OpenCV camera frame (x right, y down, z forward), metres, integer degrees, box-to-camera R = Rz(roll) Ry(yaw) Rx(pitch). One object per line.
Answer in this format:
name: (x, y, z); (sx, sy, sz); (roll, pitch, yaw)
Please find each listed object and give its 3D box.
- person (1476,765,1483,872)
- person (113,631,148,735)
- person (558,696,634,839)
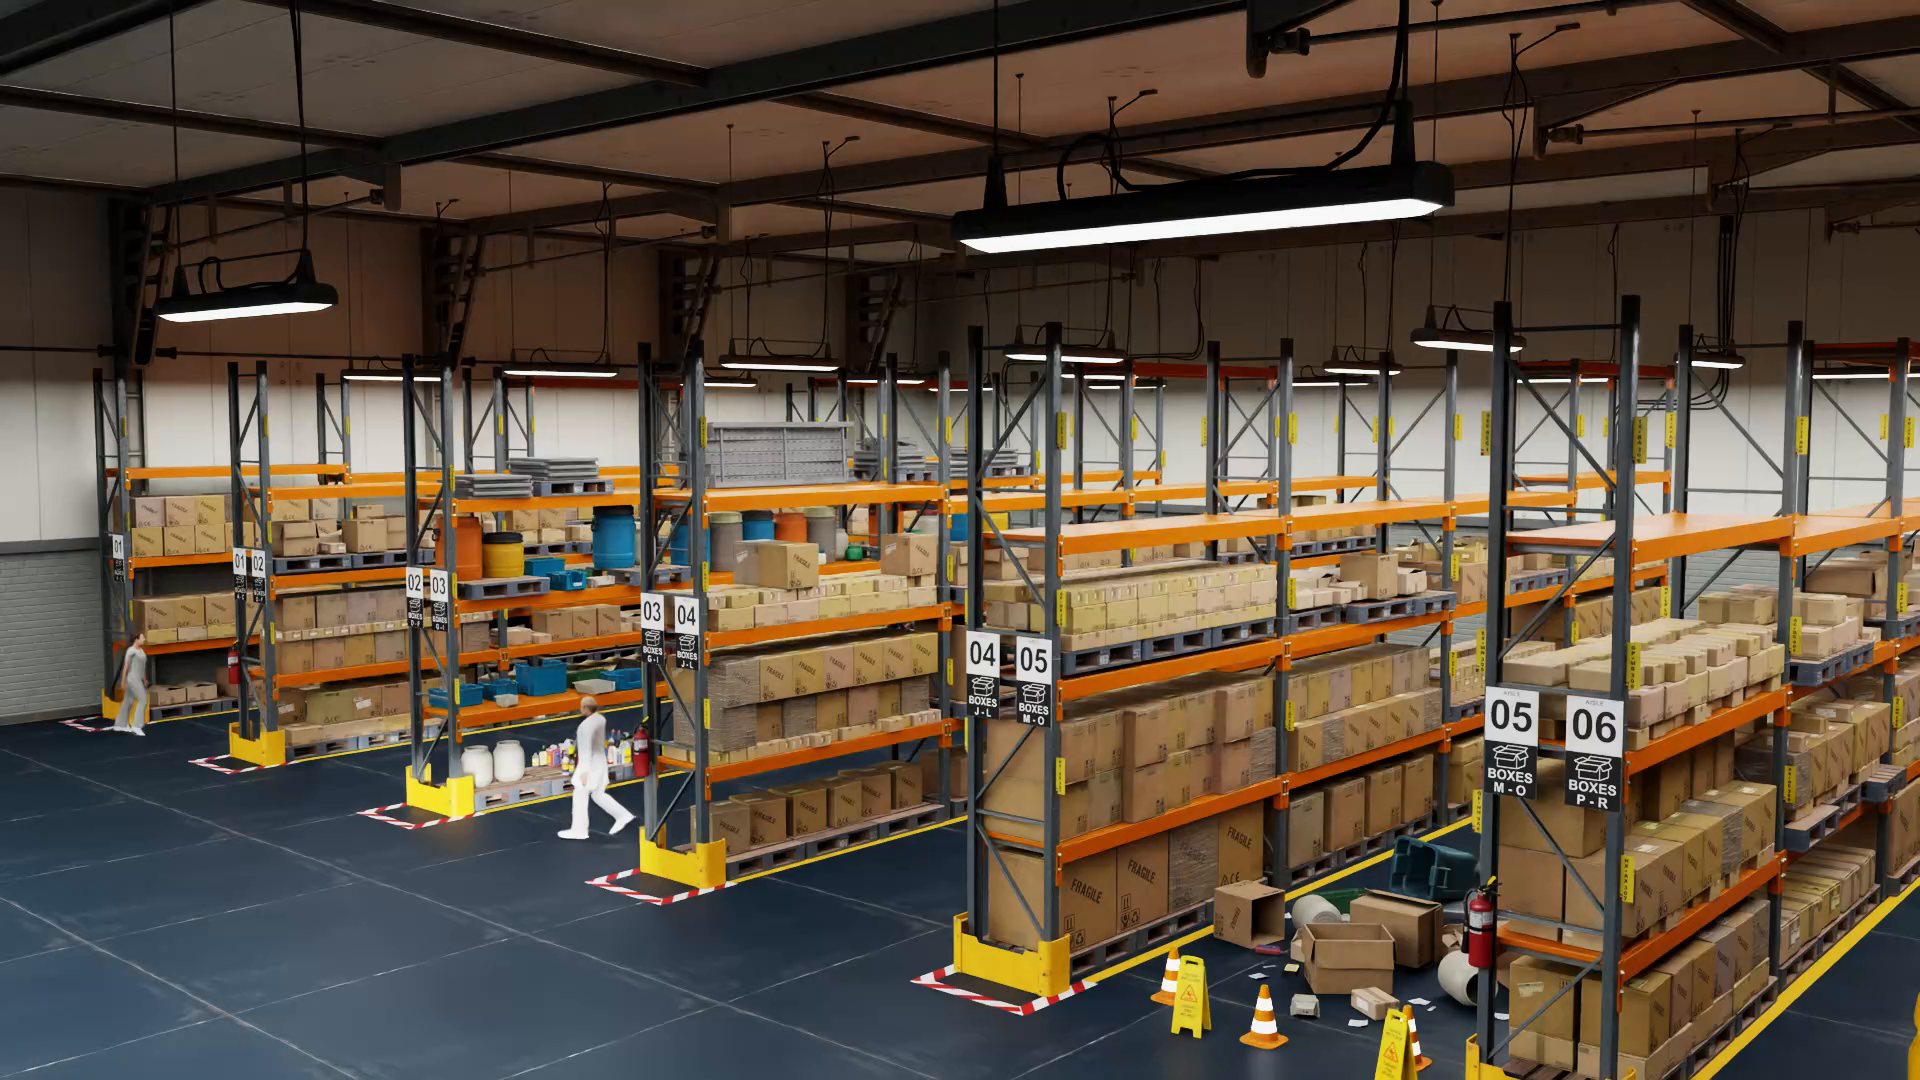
person: (6.175, 2.986, 18.738); (0.613, 1.614, 0.778); (4, 6, 42)
person: (-13.593, 2.349, 27.245); (0.547, 1.718, 0.533); (-1, 4, -18)
person: (-4.491, 2.786, 20.398); (0.852, 1.757, 0.662); (1, 4, 12)
